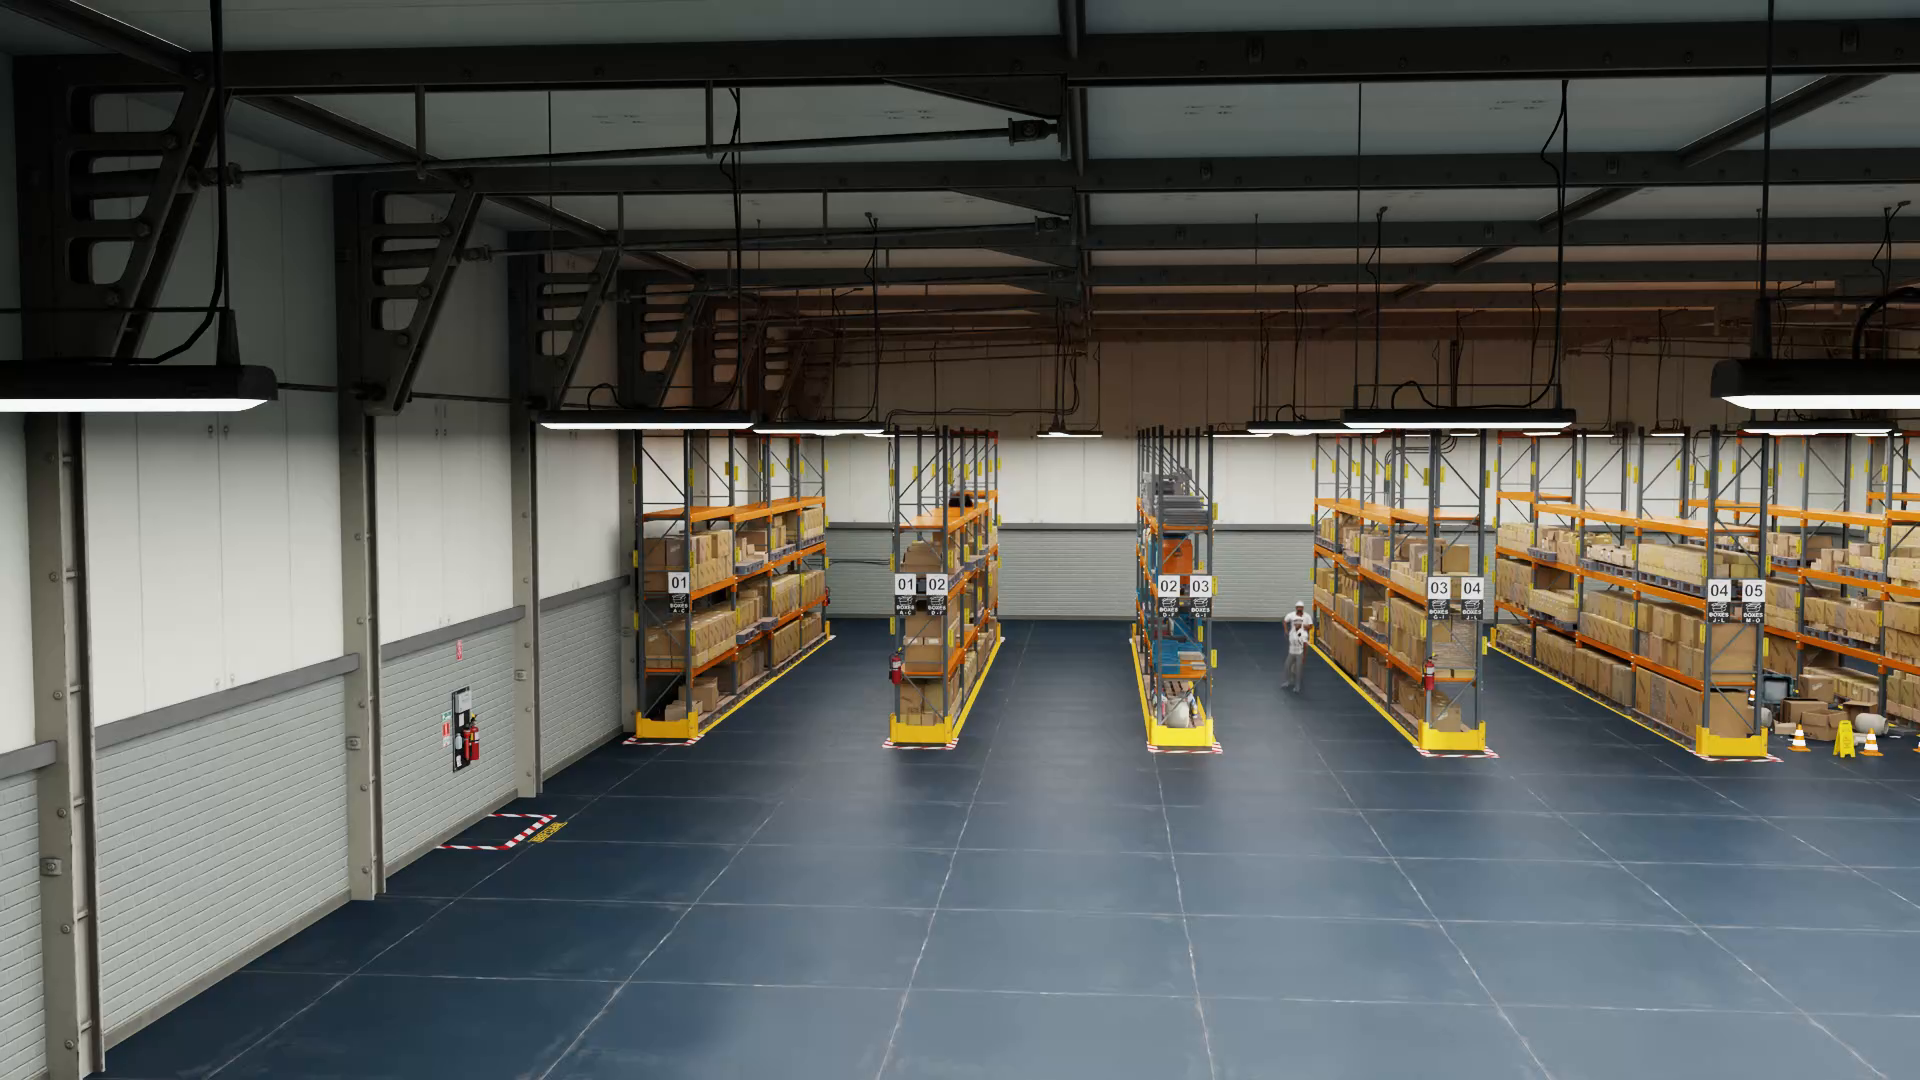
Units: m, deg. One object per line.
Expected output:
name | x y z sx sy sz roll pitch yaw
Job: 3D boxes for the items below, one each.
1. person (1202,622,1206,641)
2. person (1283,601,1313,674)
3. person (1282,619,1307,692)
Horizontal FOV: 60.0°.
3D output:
person | 6.755 2.052 47.752 0.621 1.654 0.791 -3 5 -42
person | 8.306 2.396 40.748 0.666 1.787 0.727 0 3 -2
person | 7.633 2.624 37.934 0.609 1.684 0.464 2 4 33
